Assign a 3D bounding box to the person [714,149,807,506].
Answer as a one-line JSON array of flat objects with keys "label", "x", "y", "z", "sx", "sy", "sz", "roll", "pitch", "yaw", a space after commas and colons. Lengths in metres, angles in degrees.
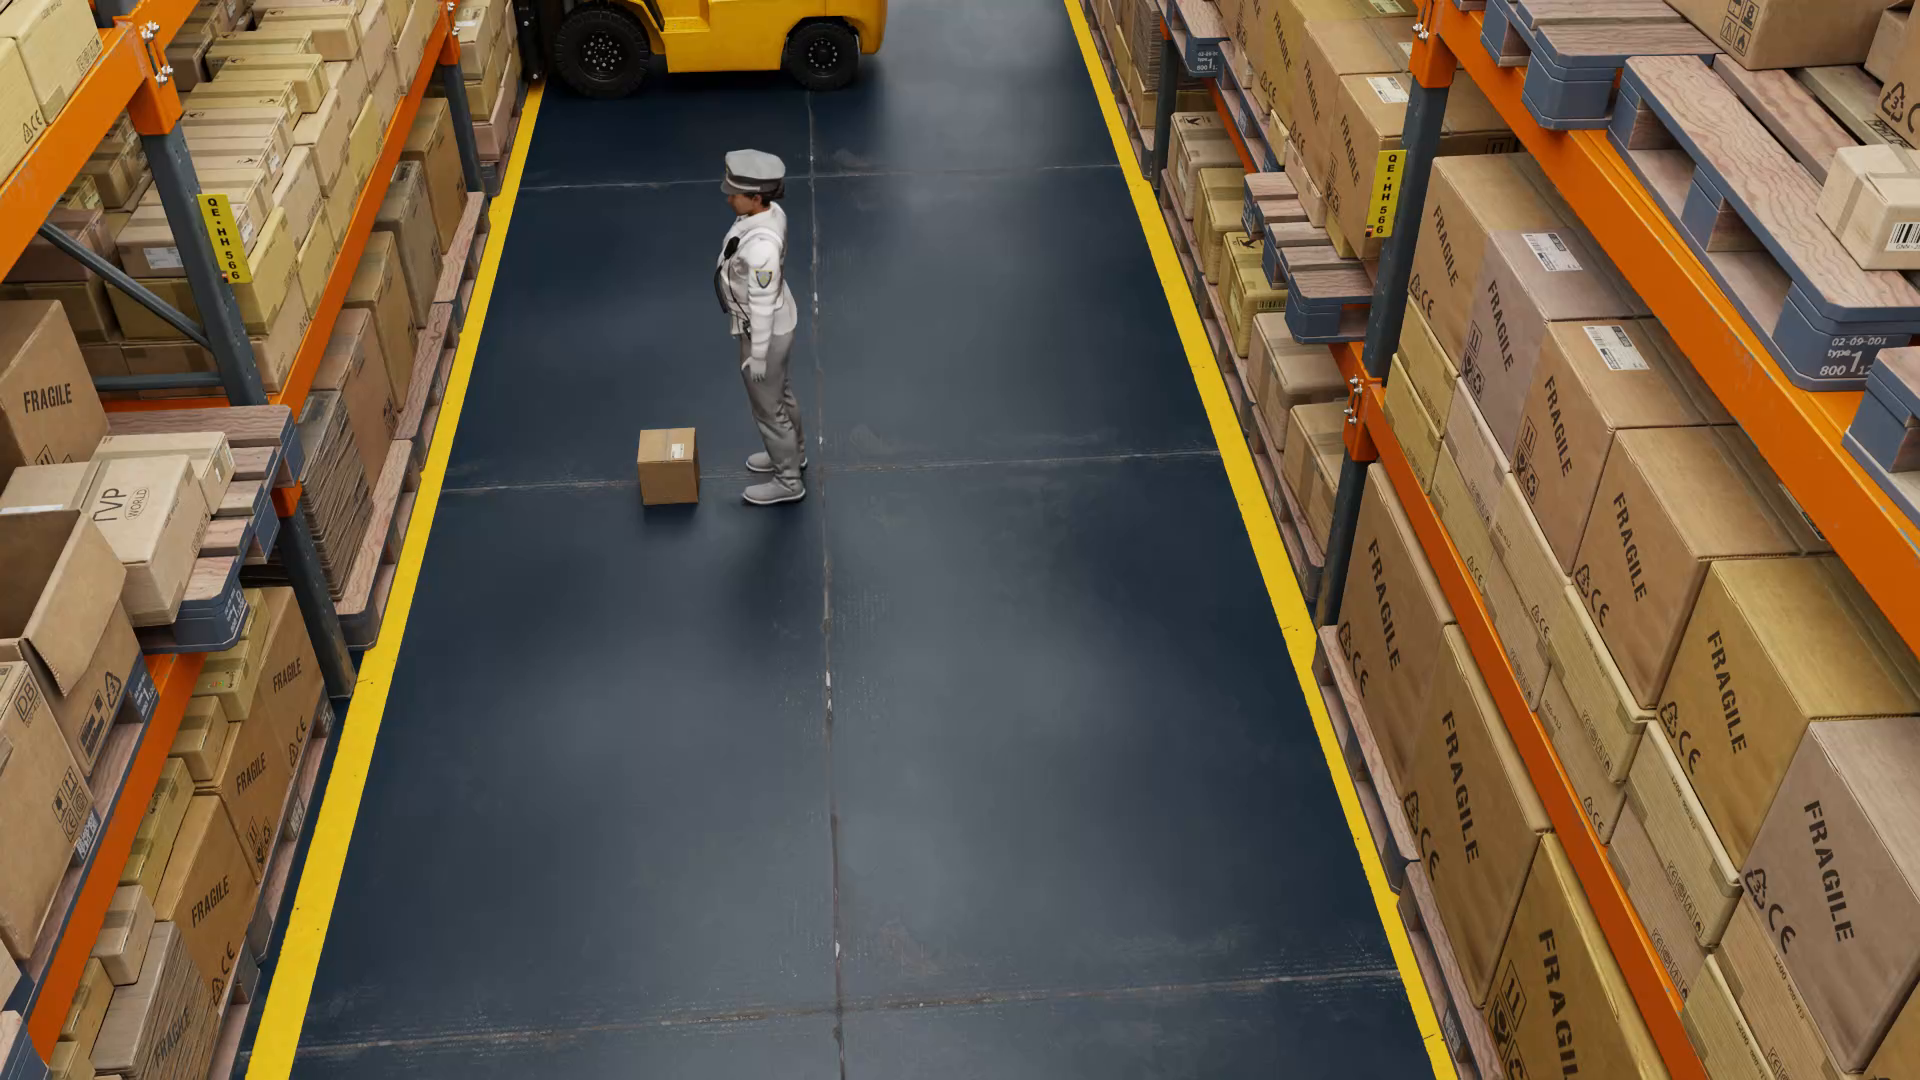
[{"label": "person", "x": -0.871, "y": -0.906, "z": 7.252, "sx": 0.331, "sy": 1.675, "sz": 0.468, "roll": -2, "pitch": 39, "yaw": -3}]
